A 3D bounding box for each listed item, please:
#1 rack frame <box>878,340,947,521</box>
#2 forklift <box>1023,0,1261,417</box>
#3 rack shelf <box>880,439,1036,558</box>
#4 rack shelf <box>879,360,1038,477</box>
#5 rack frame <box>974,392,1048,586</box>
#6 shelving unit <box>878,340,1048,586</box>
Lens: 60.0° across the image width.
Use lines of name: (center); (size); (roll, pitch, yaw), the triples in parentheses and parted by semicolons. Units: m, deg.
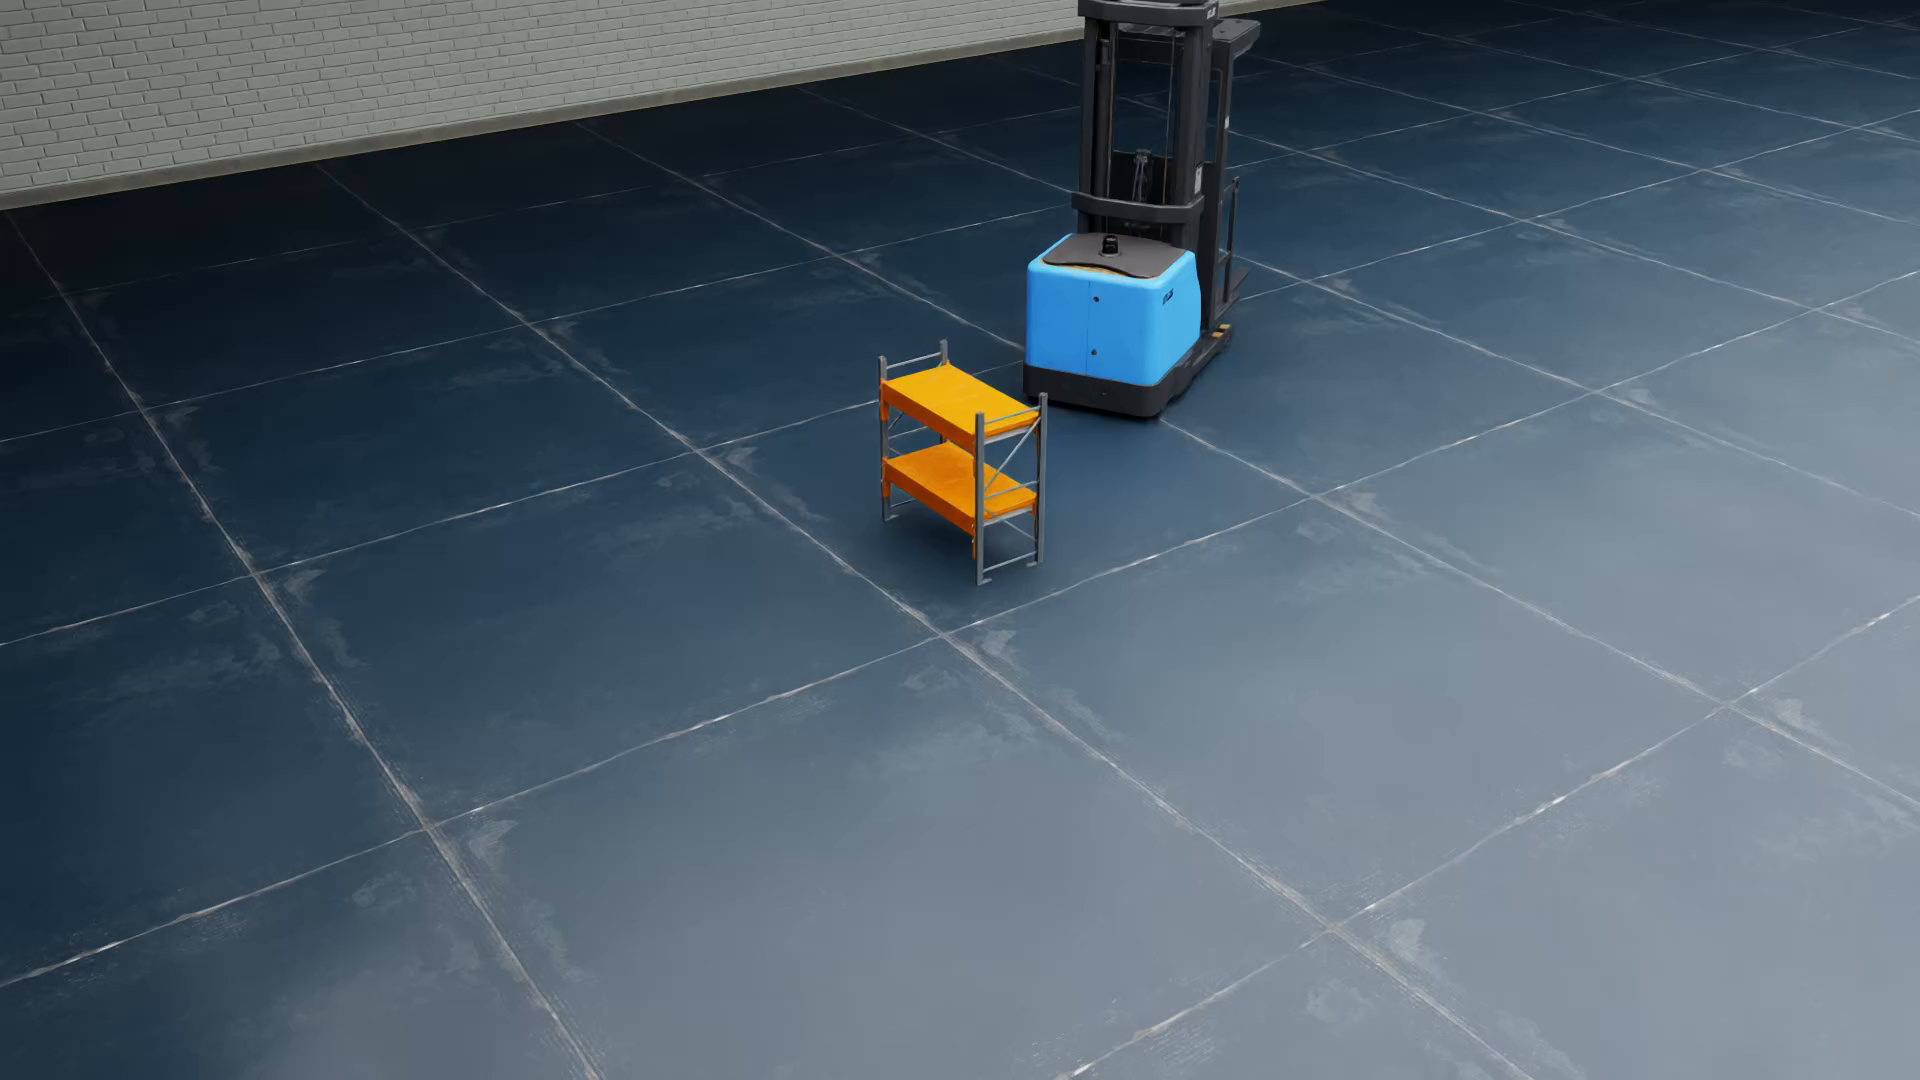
rack frame: (-0.291, -0.689, 10.567); (0.500, 1.125, 0.032); (-19, 34, -31)
forklift: (1.554, -2.854, 12.661); (1.130, 2.935, 3.031); (13, 31, 22)
rack shelf: (0.004, -0.277, 10.320); (0.538, 0.278, 1.000); (-19, 34, -31)
rack shelf: (0.004, -0.749, 10.064); (0.538, 0.278, 1.000); (-19, 34, -31)
rack frame: (0.299, -0.294, 9.839); (0.500, 1.125, 0.032); (-19, 34, -31)
shelving unit: (0.004, -0.492, 10.203); (0.538, 1.125, 1.048); (-19, 34, -31)
